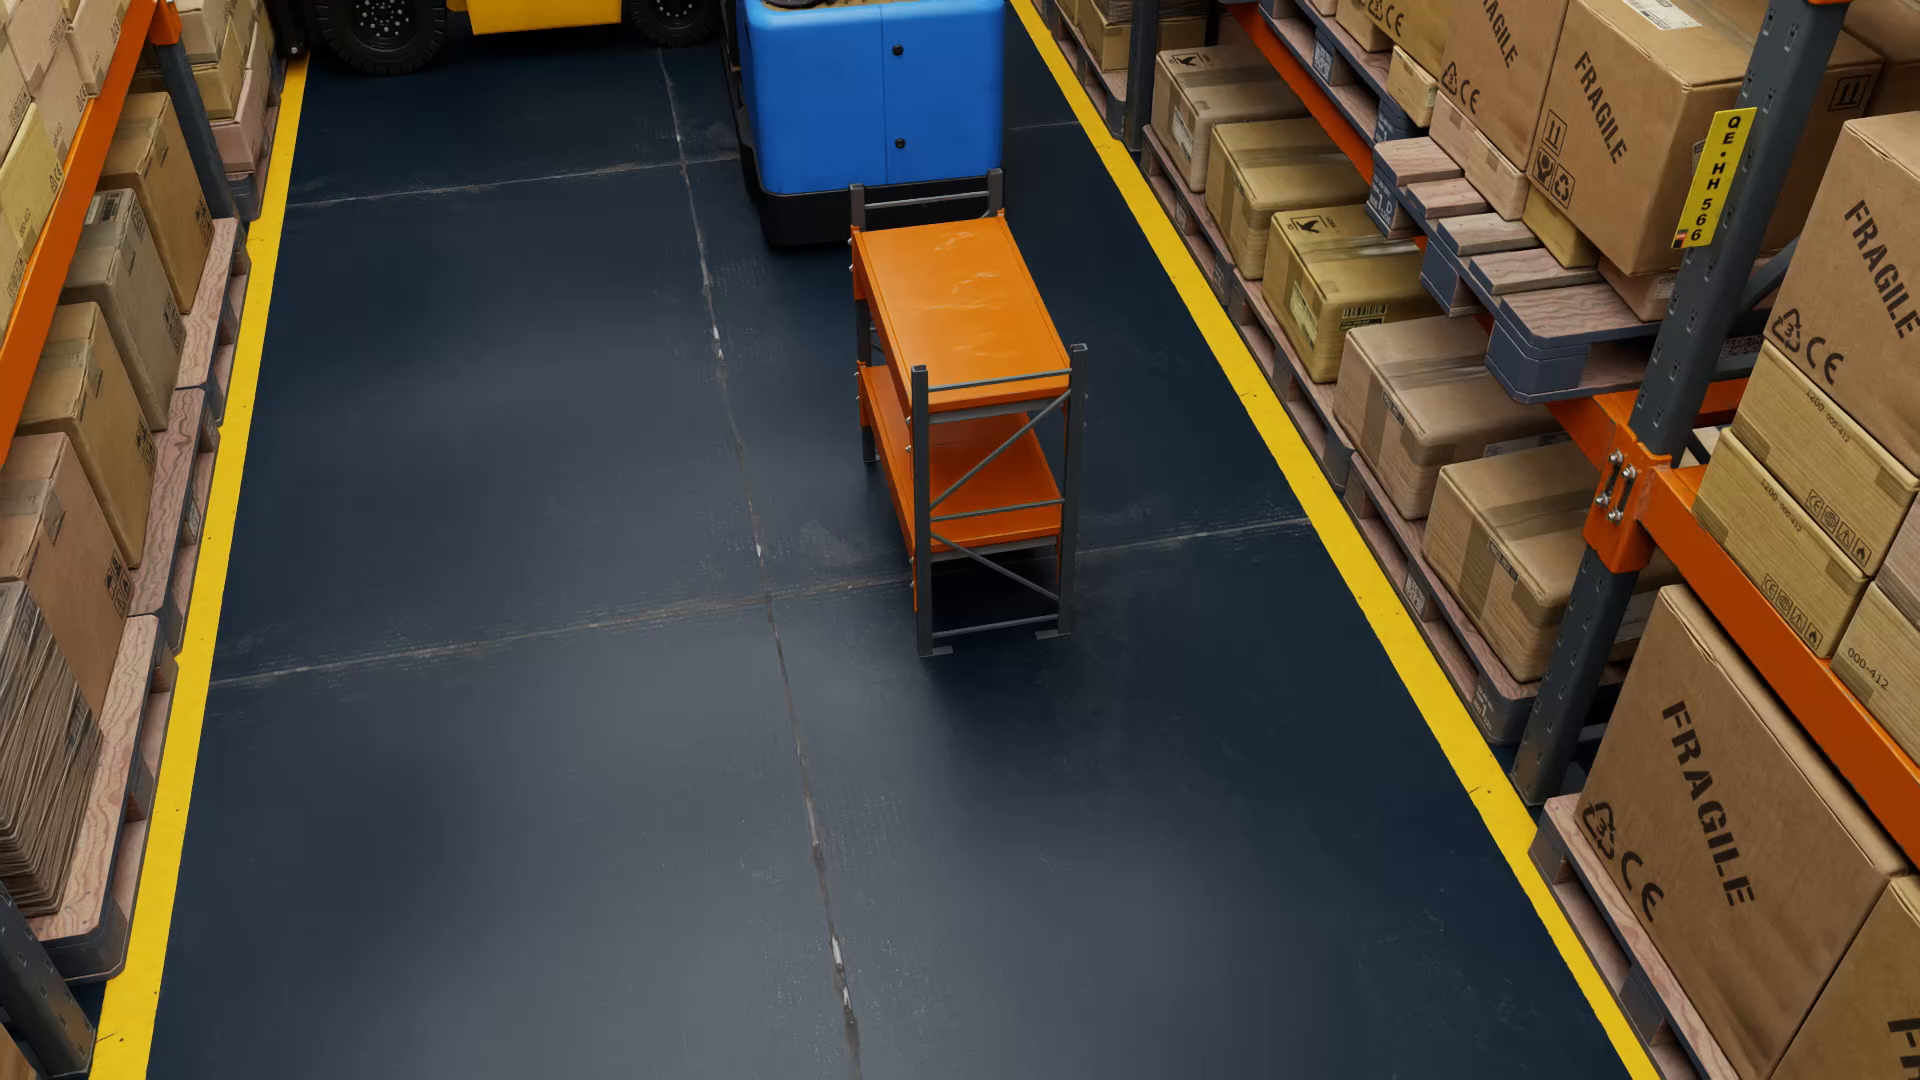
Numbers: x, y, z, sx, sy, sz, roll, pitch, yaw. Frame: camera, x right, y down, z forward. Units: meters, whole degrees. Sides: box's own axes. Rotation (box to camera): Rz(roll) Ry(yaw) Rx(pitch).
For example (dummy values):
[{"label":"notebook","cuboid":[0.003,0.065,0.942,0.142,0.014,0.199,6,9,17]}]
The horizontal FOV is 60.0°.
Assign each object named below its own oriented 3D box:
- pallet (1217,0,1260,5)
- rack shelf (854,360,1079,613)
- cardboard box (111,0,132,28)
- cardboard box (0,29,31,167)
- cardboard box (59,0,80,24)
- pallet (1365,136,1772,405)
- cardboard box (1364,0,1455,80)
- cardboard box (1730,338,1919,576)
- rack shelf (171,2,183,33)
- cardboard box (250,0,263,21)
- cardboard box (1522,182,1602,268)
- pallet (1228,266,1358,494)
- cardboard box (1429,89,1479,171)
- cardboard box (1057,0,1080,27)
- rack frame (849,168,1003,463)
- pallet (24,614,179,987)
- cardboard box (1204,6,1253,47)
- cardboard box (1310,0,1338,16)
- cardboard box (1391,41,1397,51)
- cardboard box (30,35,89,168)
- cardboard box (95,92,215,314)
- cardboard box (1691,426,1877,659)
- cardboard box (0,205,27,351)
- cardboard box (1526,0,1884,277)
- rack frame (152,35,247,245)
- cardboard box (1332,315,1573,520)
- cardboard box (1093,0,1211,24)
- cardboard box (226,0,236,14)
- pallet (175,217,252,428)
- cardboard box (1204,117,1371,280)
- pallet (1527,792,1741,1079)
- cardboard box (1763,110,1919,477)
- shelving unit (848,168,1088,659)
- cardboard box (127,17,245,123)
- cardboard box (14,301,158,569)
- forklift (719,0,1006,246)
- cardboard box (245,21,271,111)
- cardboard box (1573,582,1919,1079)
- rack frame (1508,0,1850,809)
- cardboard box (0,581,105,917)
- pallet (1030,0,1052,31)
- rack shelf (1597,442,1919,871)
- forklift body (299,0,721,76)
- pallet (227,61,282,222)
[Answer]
[{"label":"pallet","cuboid":[1.294,-2.452,6.397,1.003,0.211,1.213,-8,42,-9]},{"label":"rack shelf","cuboid":[0.001,-0.233,5.534,0.538,0.278,1.000,-8,42,-9]},{"label":"cardboard box","cuboid":[-3.211,-1.981,5.835,0.500,0.250,0.500,-7,42,-8]},{"label":"cardboard box","cuboid":[-2.906,-1.181,4.557,0.500,0.250,0.500,-8,42,-9]},{"label":"cardboard box","cuboid":[-3.101,-1.843,5.303,0.500,0.250,0.500,-9,42,-10]},{"label":"pallet","cuboid":[1.876,-0.822,4.561,1.213,0.211,1.003,-8,42,-9]},{"label":"cardboard box","cuboid":[1.532,-1.668,4.754,0.500,0.500,0.500,-11,43,-12]},{"label":"cardboard box","cuboid":[2.002,-0.214,3.468,0.500,0.250,0.500,-9,42,-10]},{"label":"rack shelf","cuboid":[-4.007,-3.354,7.810,1.077,0.370,4.000,-8,42,-9]},{"label":"cardboard box","cuboid":[-3.586,-2.653,7.858,0.500,0.250,0.500,-9,42,-10]},{"label":"cardboard box","cuboid":[1.705,-0.852,4.324,0.380,0.149,0.250,-8,42,-9]},{"label":"pallet","cuboid":[1.707,-0.700,6.380,1.003,0.211,1.213,-8,42,-9]},{"label":"cardboard box","cuboid":[1.561,-1.174,4.685,0.380,0.149,0.250,-10,43,-11]},{"label":"cardboard box","cuboid":[0.756,-2.857,8.464,0.500,0.250,0.500,-9,42,-10]},{"label":"rack frame","cuboid":[-0.108,-0.746,5.743,0.500,1.125,0.032,-8,42,-9]},{"label":"pallet","cuboid":[-2.851,0.770,4.723,1.003,0.211,1.213,-8,42,-9]},{"label":"cardboard box","cuboid":[1.407,-2.590,8.163,0.500,0.250,0.500,-10,43,-11]},{"label":"cardboard box","cuboid":[1.336,-1.851,5.448,0.380,0.149,0.250,-7,42,-8]},{"label":"cardboard box","cuboid":[1.556,-1.531,5.088,0.380,0.149,0.250,-8,42,-9]},{"label":"cardboard box","cuboid":[-3.020,-1.330,5.101,0.500,0.250,0.500,-8,42,-9]},{"label":"cardboard box","cuboid":[-3.451,-1.259,6.381,0.875,0.625,0.625,-7,42,-7]},{"label":"cardboard box","cuboid":[1.994,-0.038,3.646,0.500,0.250,0.500,-9,42,-10]},{"label":"cardboard box","cuboid":[-2.790,-0.660,4.346,0.500,0.250,0.500,-10,42,-11]},{"label":"cardboard box","cuboid":[1.765,-1.008,4.010,0.500,0.500,0.500,-9,42,-11]},{"label":"rack frame","cuboid":[-3.575,-2.326,6.111,1.000,3.000,0.127,-8,42,-9]},{"label":"cardboard box","cuboid":[1.855,-0.466,5.679,0.950,0.372,0.625,-9,42,-10]},{"label":"cardboard box","cuboid":[0.881,-2.794,7.828,0.500,0.500,0.500,-9,42,-10]},{"label":"cardboard box","cuboid":[-3.473,-2.520,7.331,0.500,0.250,0.500,-8,42,-9]},{"label":"pallet","cuboid":[-3.378,-0.811,6.505,1.003,0.211,1.213,-8,42,-9]},{"label":"cardboard box","cuboid":[1.545,-1.409,6.741,0.950,0.372,0.625,-6,42,-7]},{"label":"pallet","cuboid":[2.231,1.118,4.332,1.003,0.211,1.213,-8,42,-9]},{"label":"cardboard box","cuboid":[2.002,-0.504,3.229,0.500,0.500,0.500,-10,43,-11]},{"label":"shelving unit","cuboid":[0.001,-0.416,5.372,0.538,1.125,1.048,-8,42,-9]},{"label":"cardboard box","cuboid":[-3.378,-2.000,7.122,0.500,0.250,0.500,-9,42,-9]},{"label":"cardboard box","cuboid":[-3.127,-0.267,5.264,0.875,0.625,0.625,-10,43,-11]},{"label":"forklift","cuboid":[-0.587,-3.329,7.292,1.130,2.935,3.031,-7,42,-8]},{"label":"cardboard box","cuboid":[-3.481,-2.143,7.659,0.500,0.250,0.500,-9,42,-10]},{"label":"cardboard box","cuboid":[2.202,0.650,4.042,0.875,0.875,0.875,-9,42,-10]},{"label":"rack frame","cuboid":[2.134,-0.447,3.994,1.000,3.000,0.127,-8,42,-9]},{"label":"cardboard box","cuboid":[-2.833,0.591,4.297,0.875,0.625,0.625,-7,42,-8]},{"label":"pallet","cuboid":[0.825,-3.220,9.218,1.003,0.211,1.213,-8,42,-9]},{"label":"rack shelf","cuboid":[2.566,1.118,2.772,1.077,0.370,4.000,-8,42,-9]},{"label":"forklift body","cuboid":[-2.248,-3.634,8.223,2.313,2.155,1.214,-8,42,-9]},{"label":"pallet","cuboid":[-3.706,-1.805,7.624,1.003,0.211,1.213,-8,42,-9]}]
